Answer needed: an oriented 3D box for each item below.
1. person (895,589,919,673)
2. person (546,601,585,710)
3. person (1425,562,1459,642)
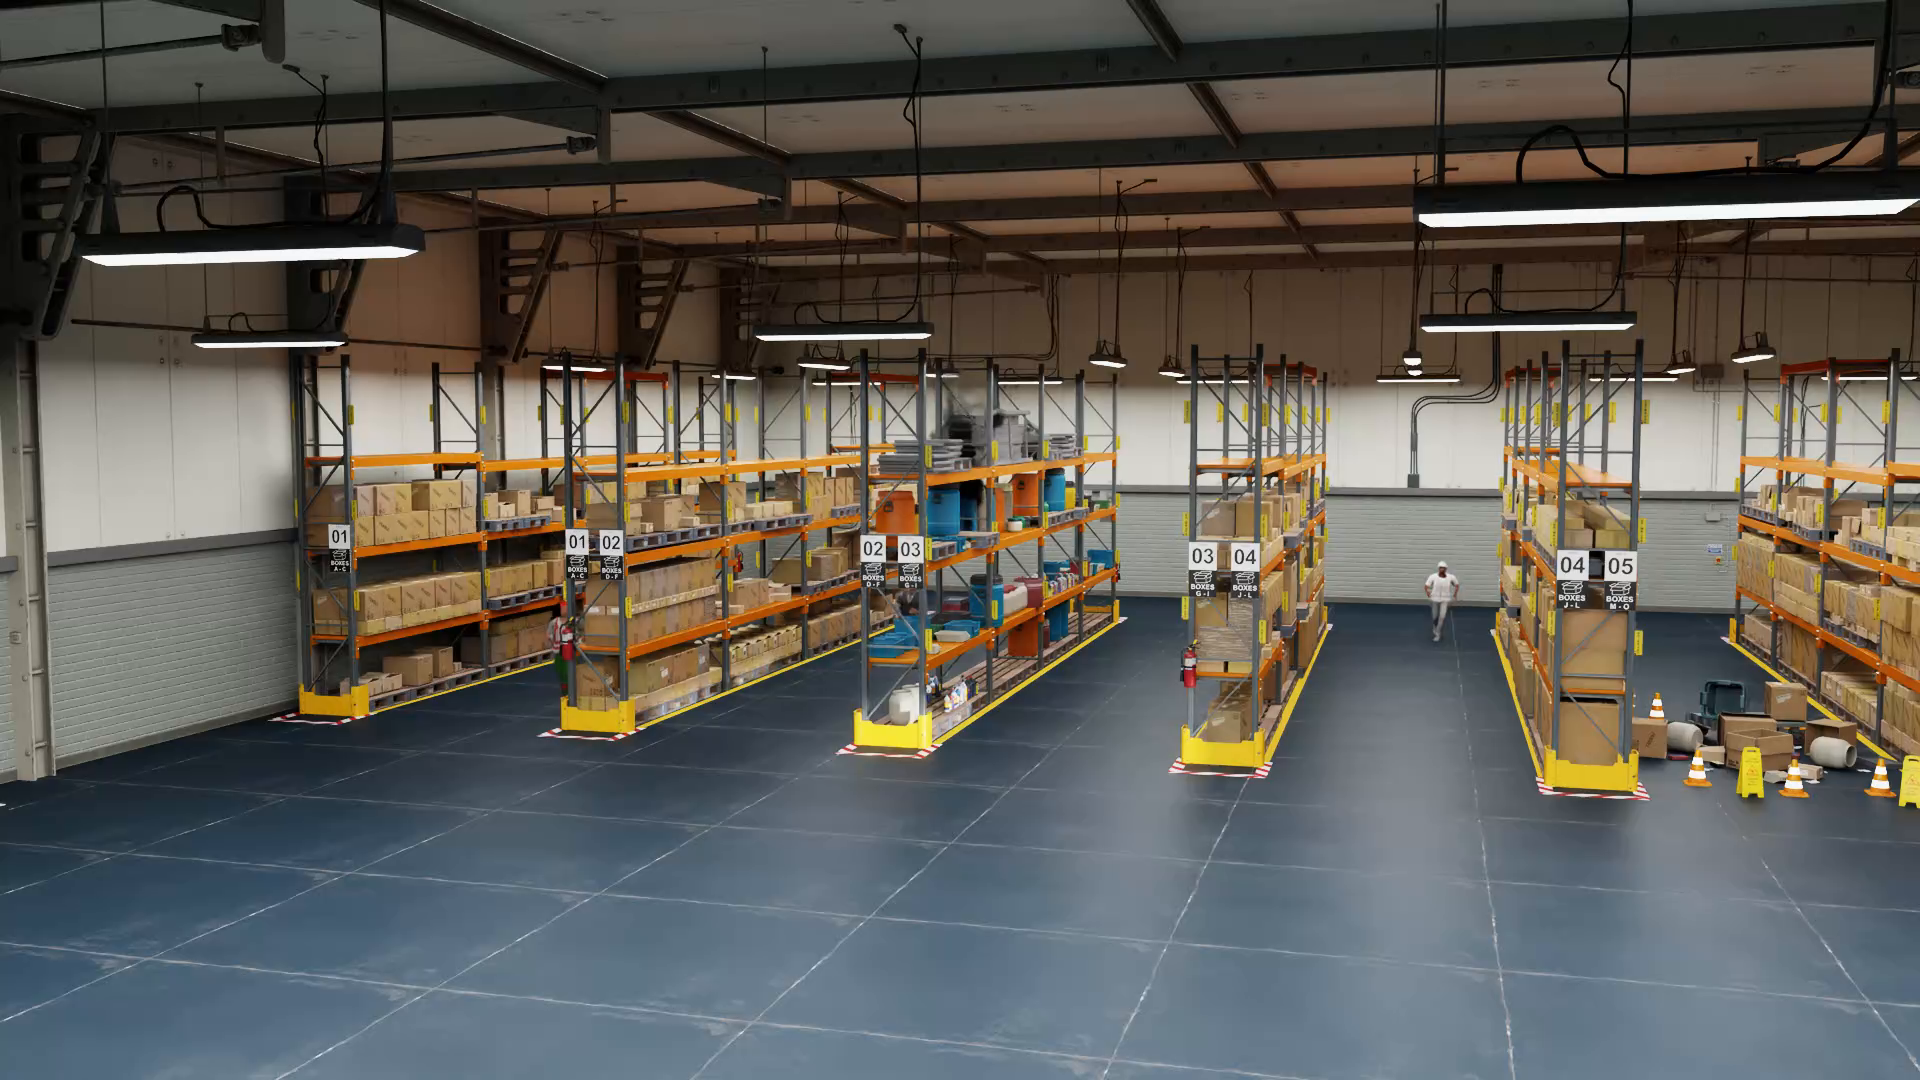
[{"bbox_3d":[-0.918,1.600,30.690,0.633,1.713,0.677,0,4,6],"label":"person"},{"bbox_3d":[-6.759,1.941,28.458,0.652,1.793,0.914,0,4,5],"label":"person"},{"bbox_3d":[10.738,1.360,37.081,0.729,1.765,0.908,2,5,20],"label":"person"}]
